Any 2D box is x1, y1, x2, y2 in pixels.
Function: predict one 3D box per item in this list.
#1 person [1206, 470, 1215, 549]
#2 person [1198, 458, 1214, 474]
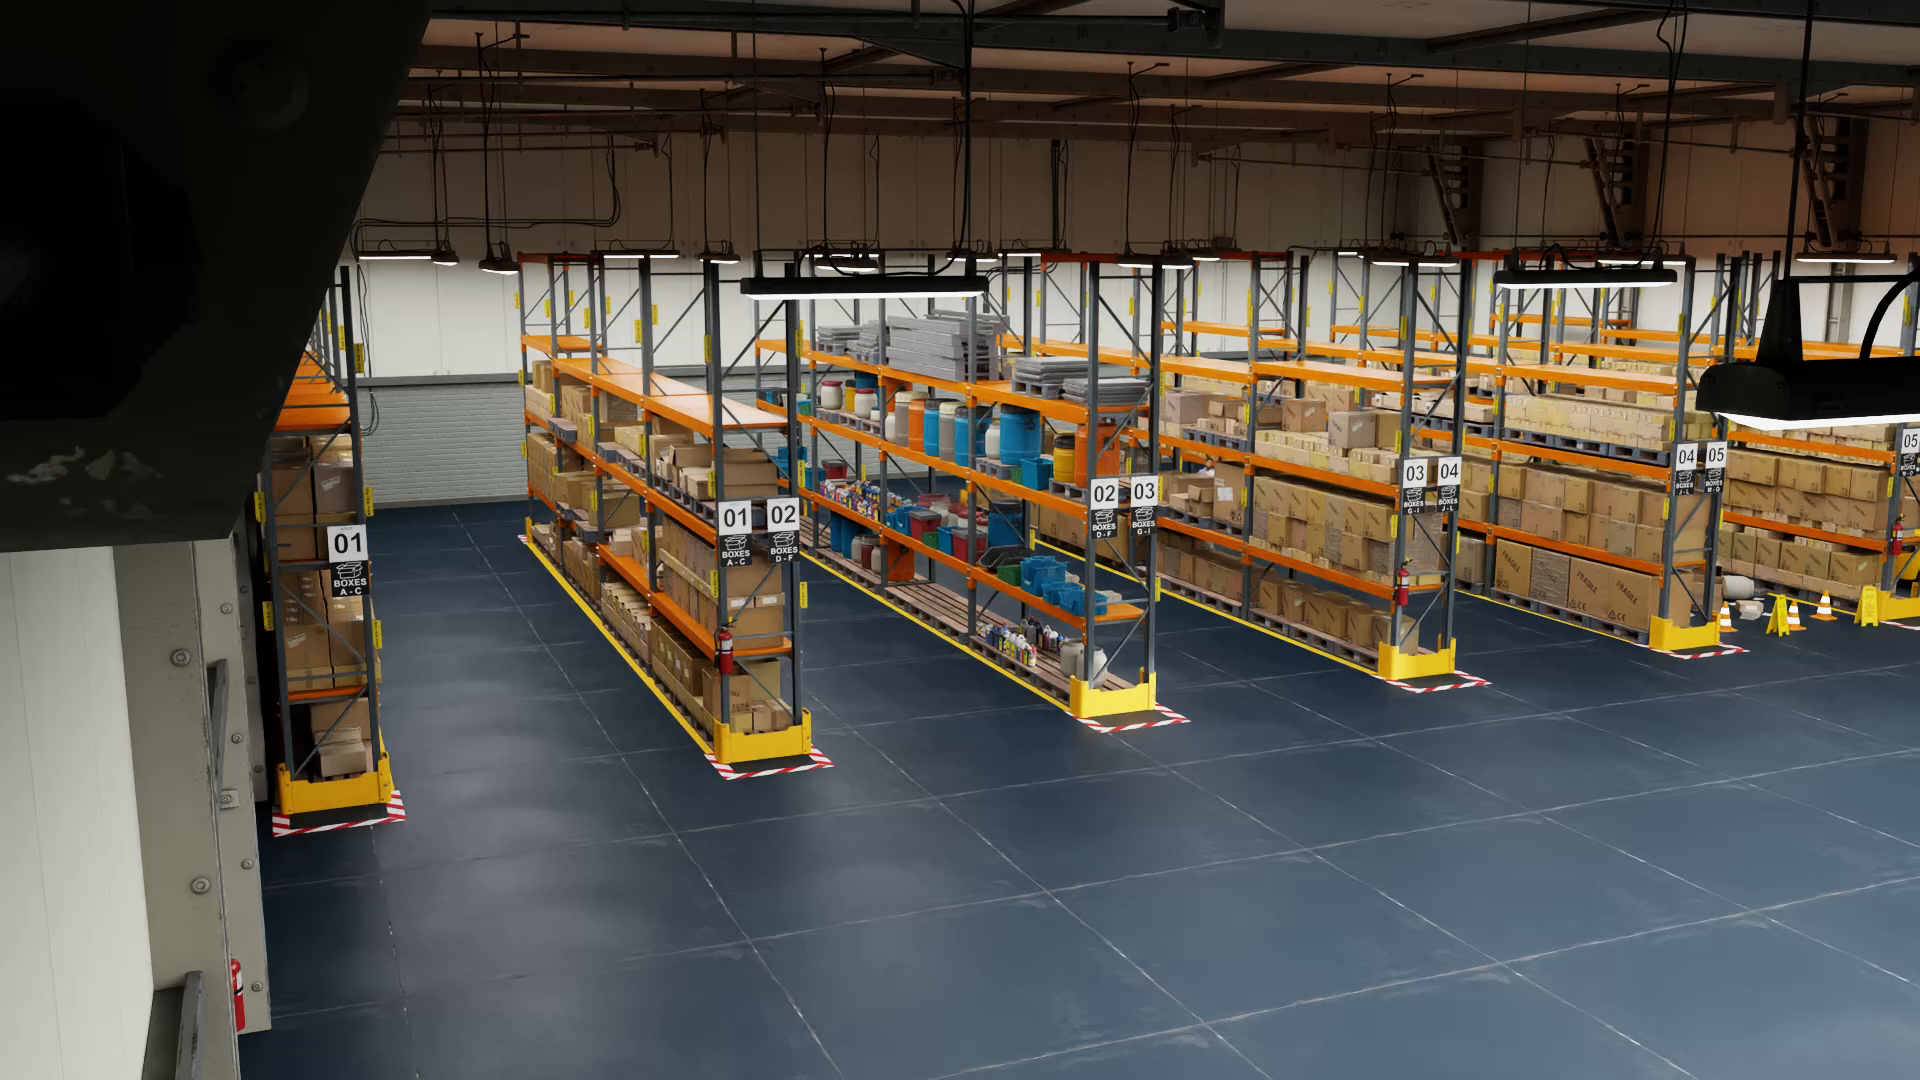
[{"bbox_3d":[4.988,-0.523,32.929,0.573,1.719,1.039,-4,11,-20],"label":"person"},{"bbox_3d":[5.389,-0.997,35.984,0.458,1.586,1.022,-5,11,-24],"label":"person"}]
